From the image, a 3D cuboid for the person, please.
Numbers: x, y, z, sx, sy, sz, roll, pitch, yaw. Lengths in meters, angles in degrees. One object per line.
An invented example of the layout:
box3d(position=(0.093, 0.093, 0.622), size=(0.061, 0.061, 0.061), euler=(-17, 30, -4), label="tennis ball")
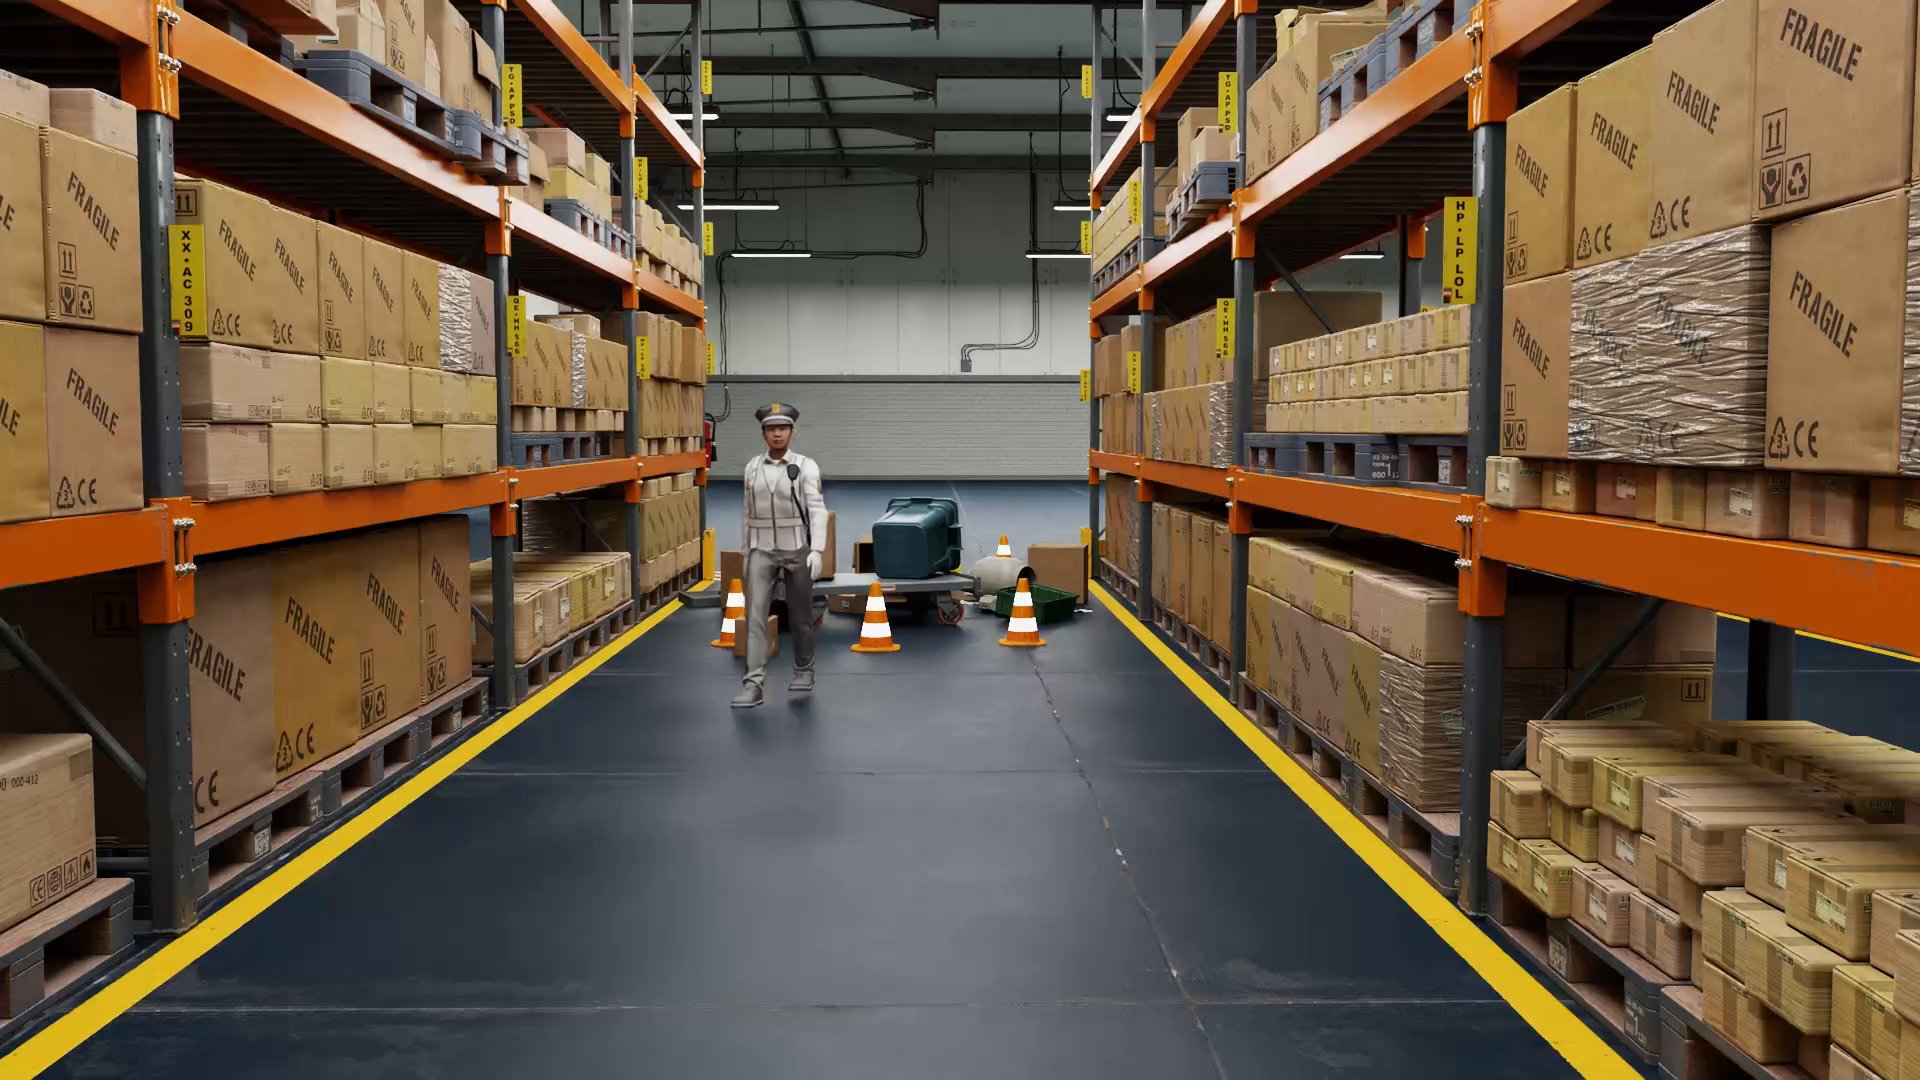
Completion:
box3d(position=(-0.986, 0.064, 9.088), size=(0.521, 1.634, 0.973), euler=(0, 4, 6), label="person")
